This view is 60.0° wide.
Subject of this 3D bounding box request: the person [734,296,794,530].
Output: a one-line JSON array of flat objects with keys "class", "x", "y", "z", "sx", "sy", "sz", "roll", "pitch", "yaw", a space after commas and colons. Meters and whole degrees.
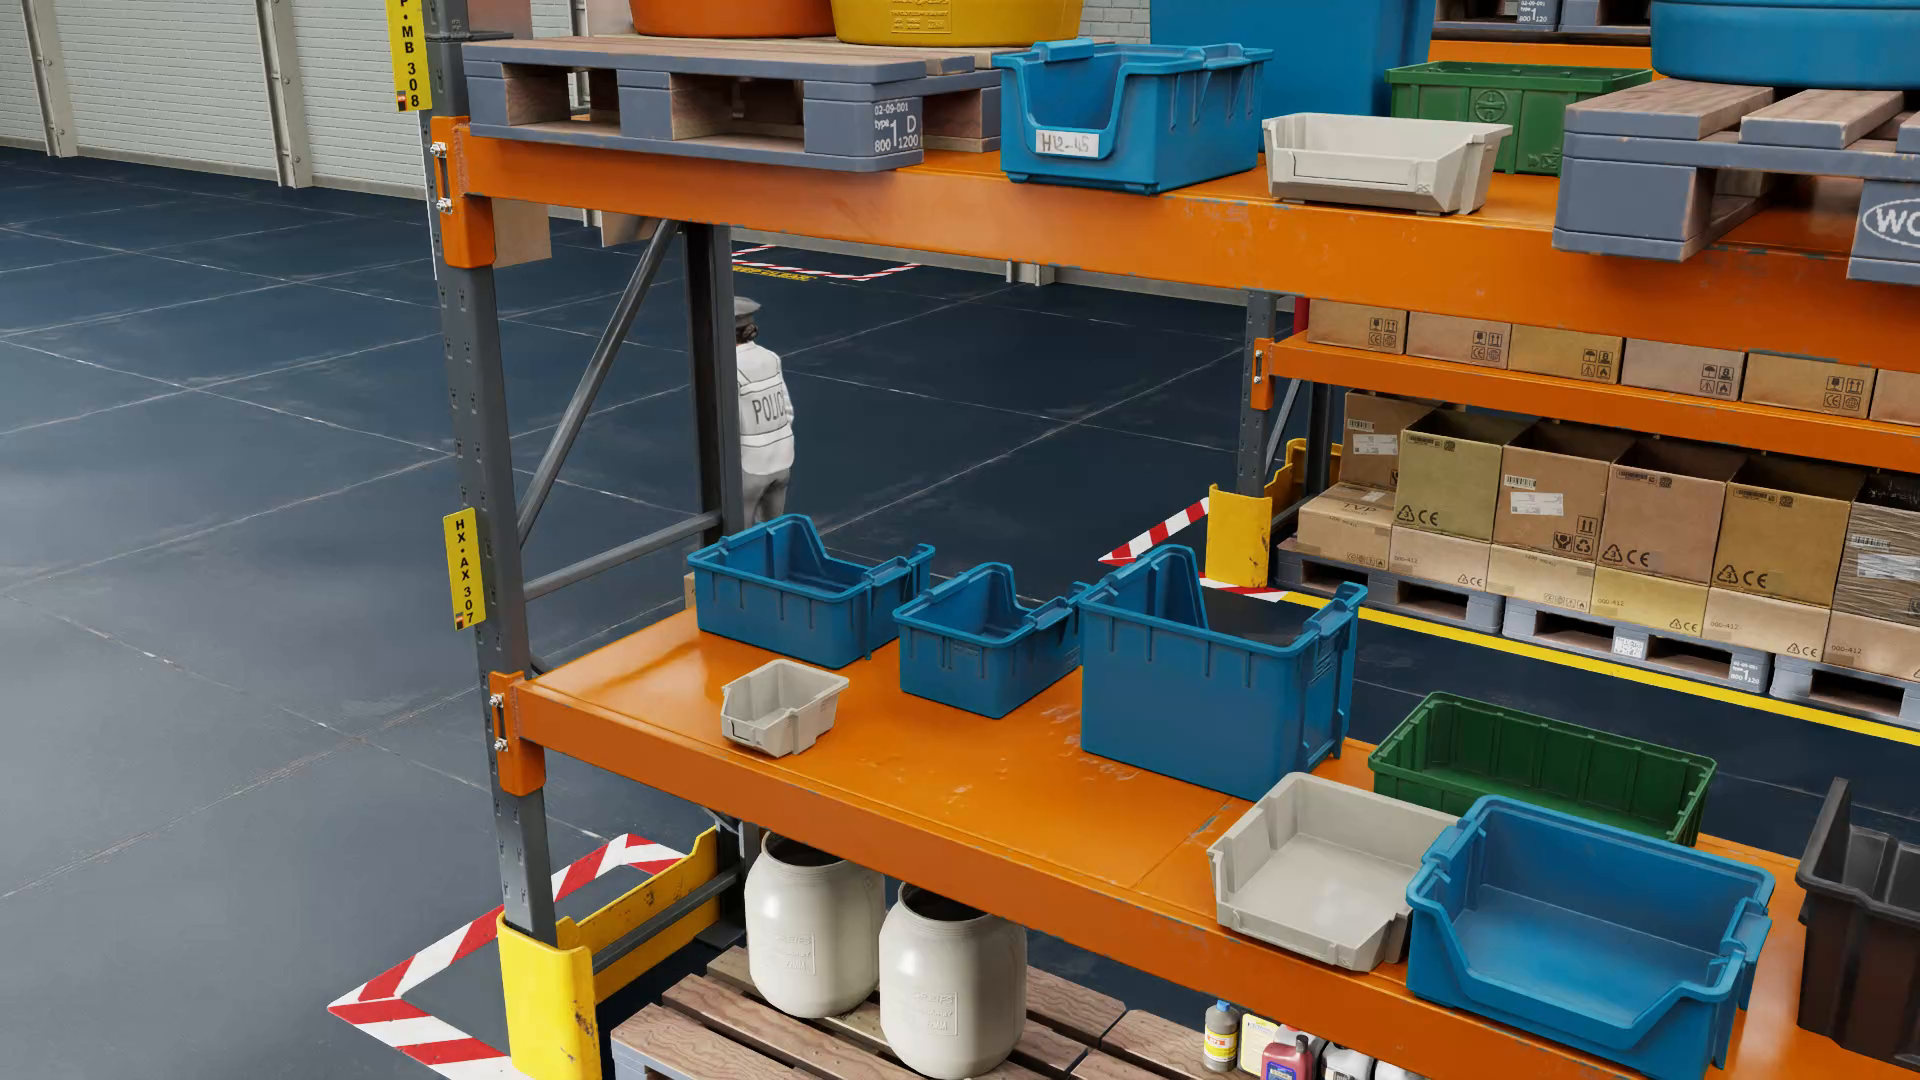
[{"class": "person", "x": -1.017, "y": -0.339, "z": 8.001, "sx": 0.404, "sy": 1.663, "sz": 0.535, "roll": 13, "pitch": 24, "yaw": 31}]
